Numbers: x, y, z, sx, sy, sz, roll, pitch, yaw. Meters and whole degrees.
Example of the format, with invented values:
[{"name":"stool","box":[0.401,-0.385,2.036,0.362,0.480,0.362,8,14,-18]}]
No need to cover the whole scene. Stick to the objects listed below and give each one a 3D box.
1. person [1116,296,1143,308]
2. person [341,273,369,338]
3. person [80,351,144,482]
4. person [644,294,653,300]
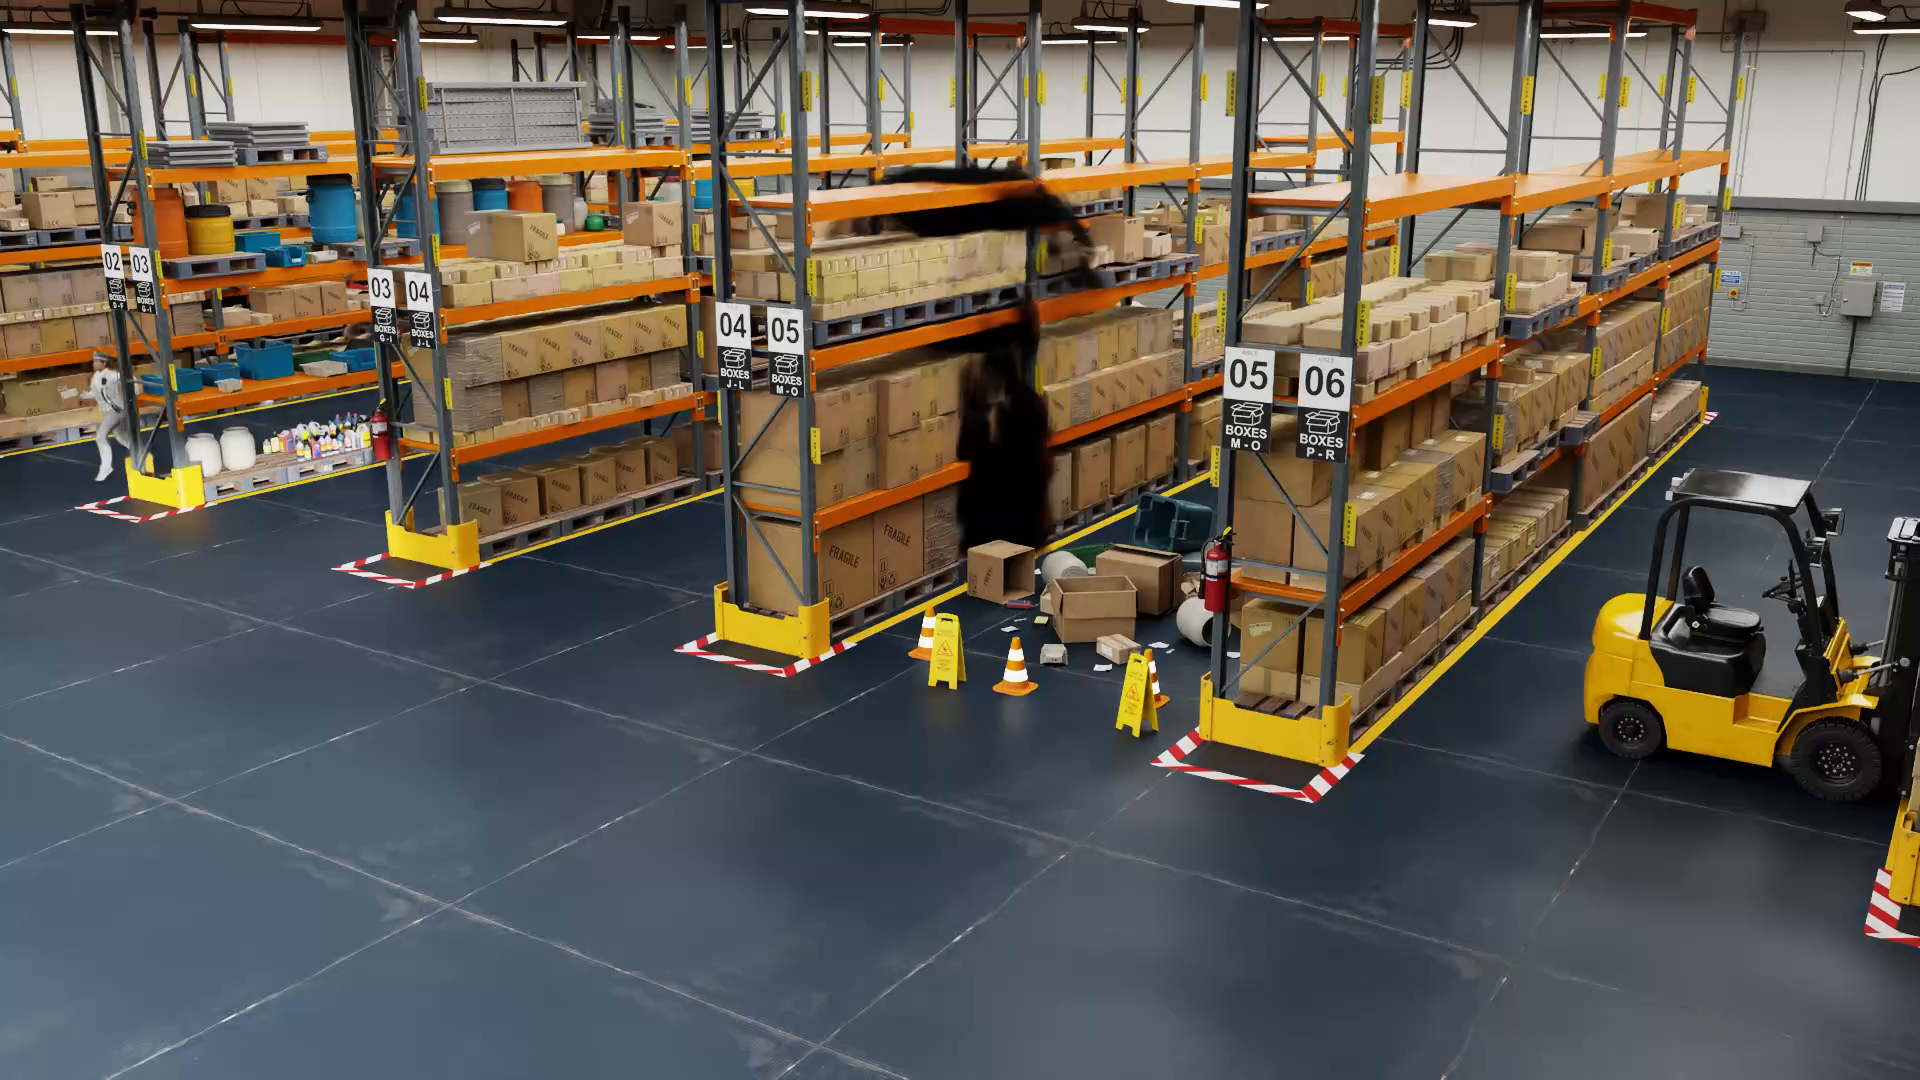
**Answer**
[{"name":"person","box":[2.849,-3.434,28.154,0.690,1.773,0.968,10,19,32]},{"name":"person","box":[-11.217,-4.071,30.703,0.640,1.800,0.795,10,19,33]},{"name":"person","box":[-11.283,-1.692,22.178,0.592,1.714,0.835,12,20,38]},{"name":"person","box":[-5.910,-4.118,31.011,0.604,1.649,0.812,9,18,30]}]
